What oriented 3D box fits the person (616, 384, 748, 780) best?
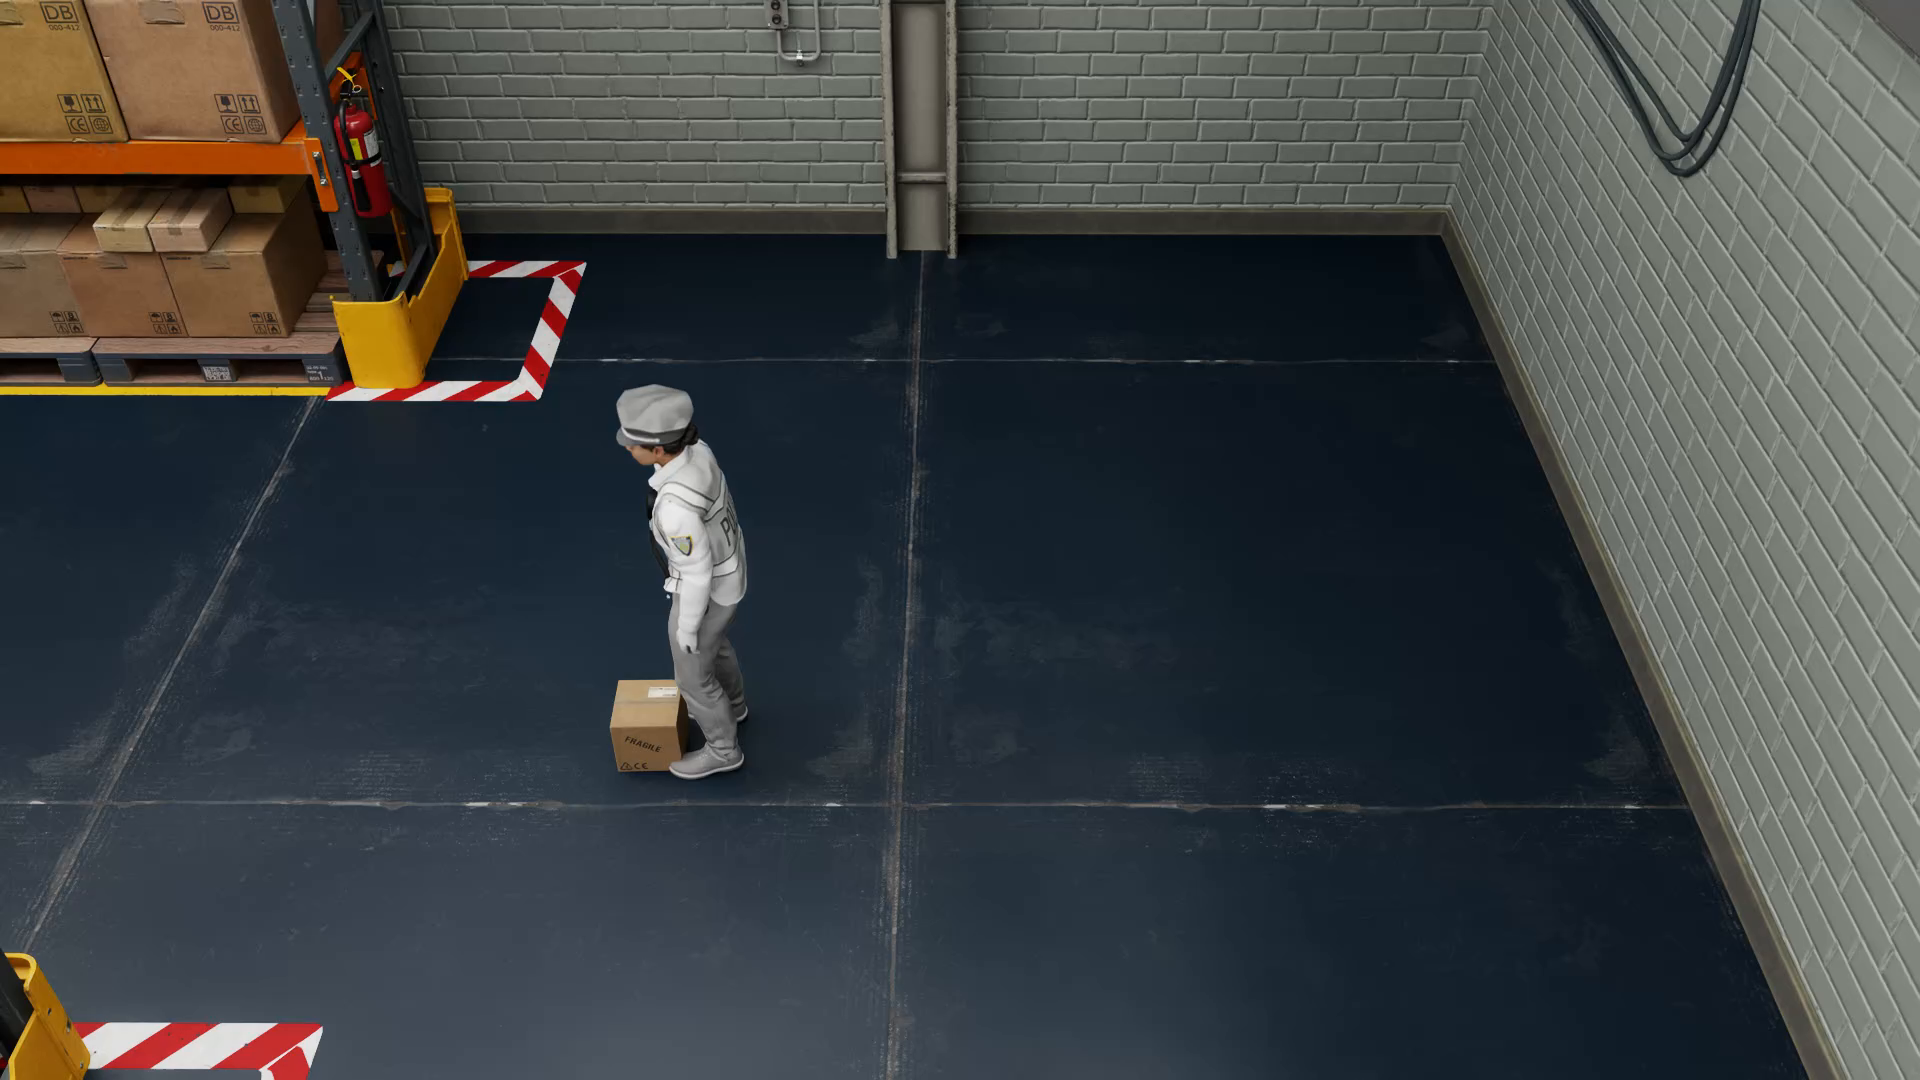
[{"bbox_3d":[-0.947,0.168,5.953,0.375,1.662,0.532,-2,40,-2],"label":"person"}]
